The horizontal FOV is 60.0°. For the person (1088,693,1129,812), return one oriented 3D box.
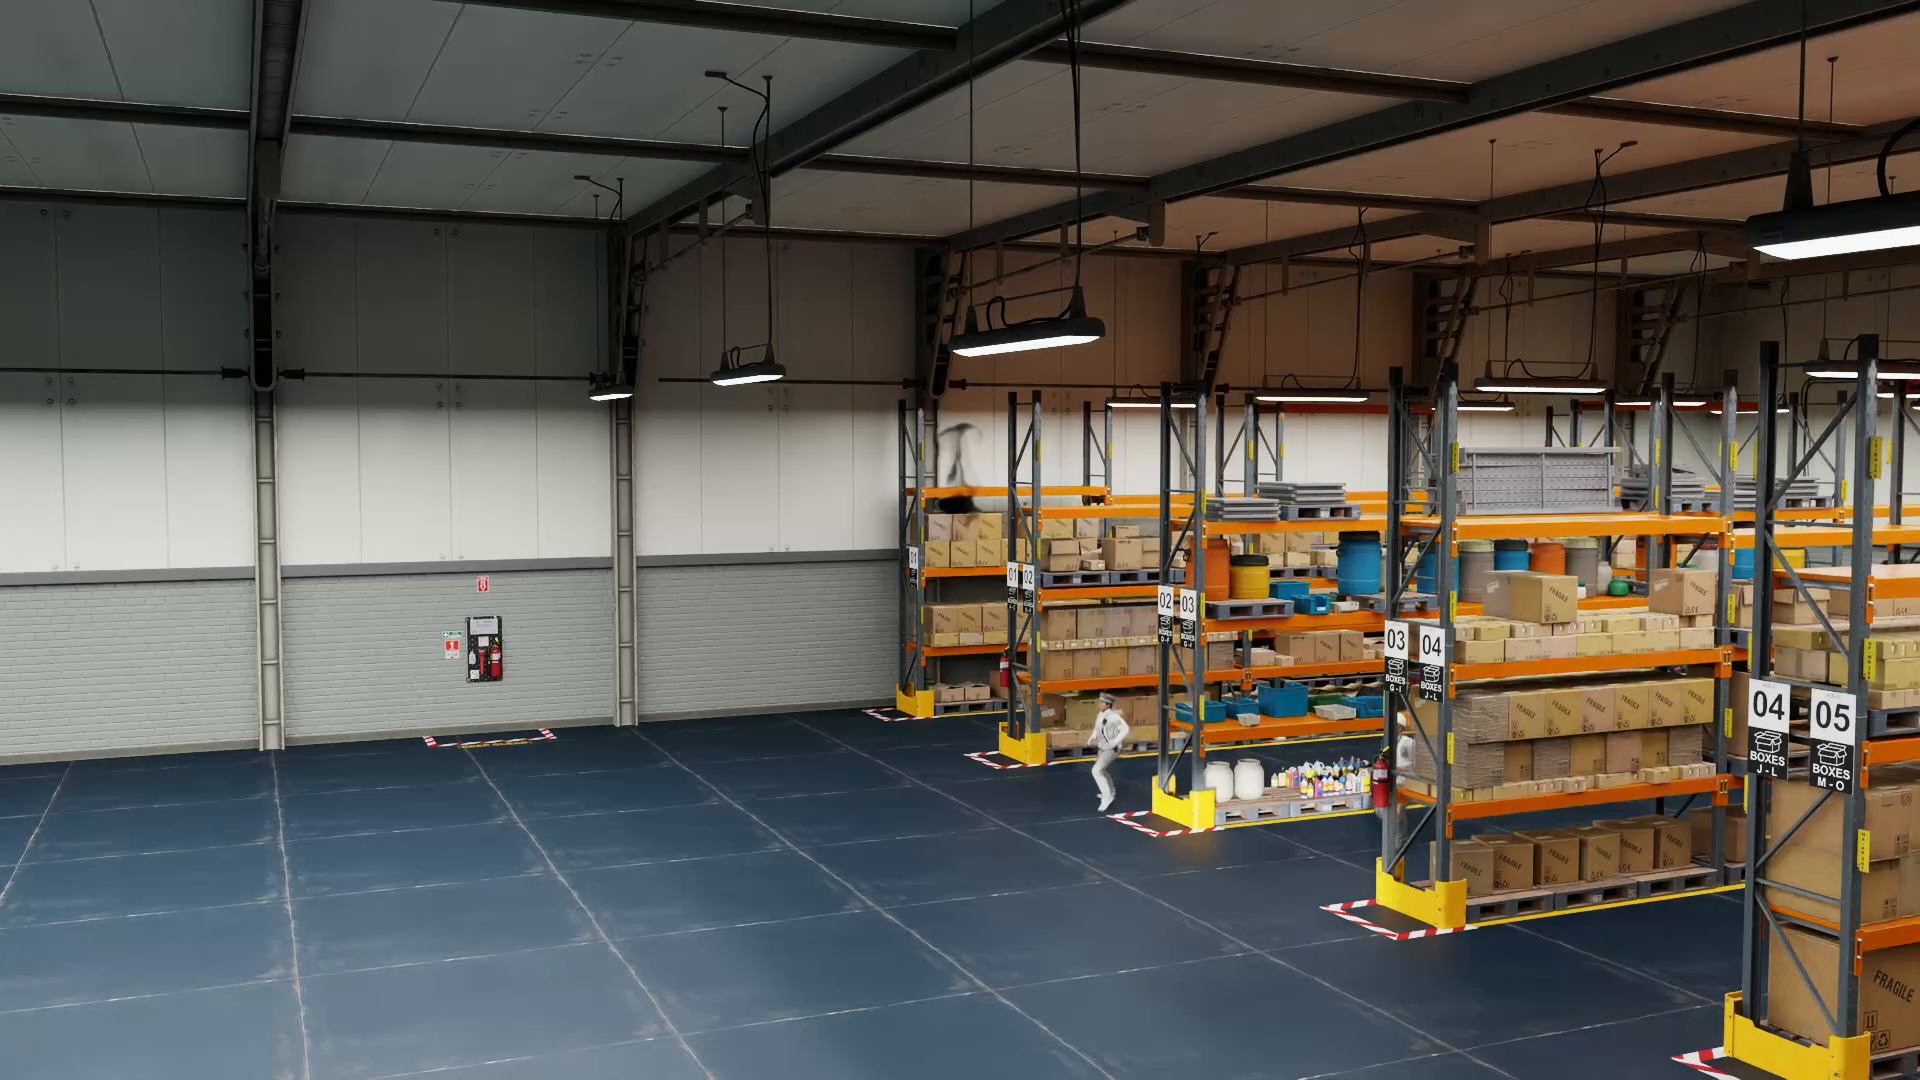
[{"bbox_3d":[2.091,2.972,23.586,0.682,1.664,0.811,-2,4,-27],"label":"person"}]

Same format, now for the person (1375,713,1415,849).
[{"bbox_3d":[5.495,3.058,21.067,0.585,1.741,0.645,-3,4,-37],"label":"person"}]
